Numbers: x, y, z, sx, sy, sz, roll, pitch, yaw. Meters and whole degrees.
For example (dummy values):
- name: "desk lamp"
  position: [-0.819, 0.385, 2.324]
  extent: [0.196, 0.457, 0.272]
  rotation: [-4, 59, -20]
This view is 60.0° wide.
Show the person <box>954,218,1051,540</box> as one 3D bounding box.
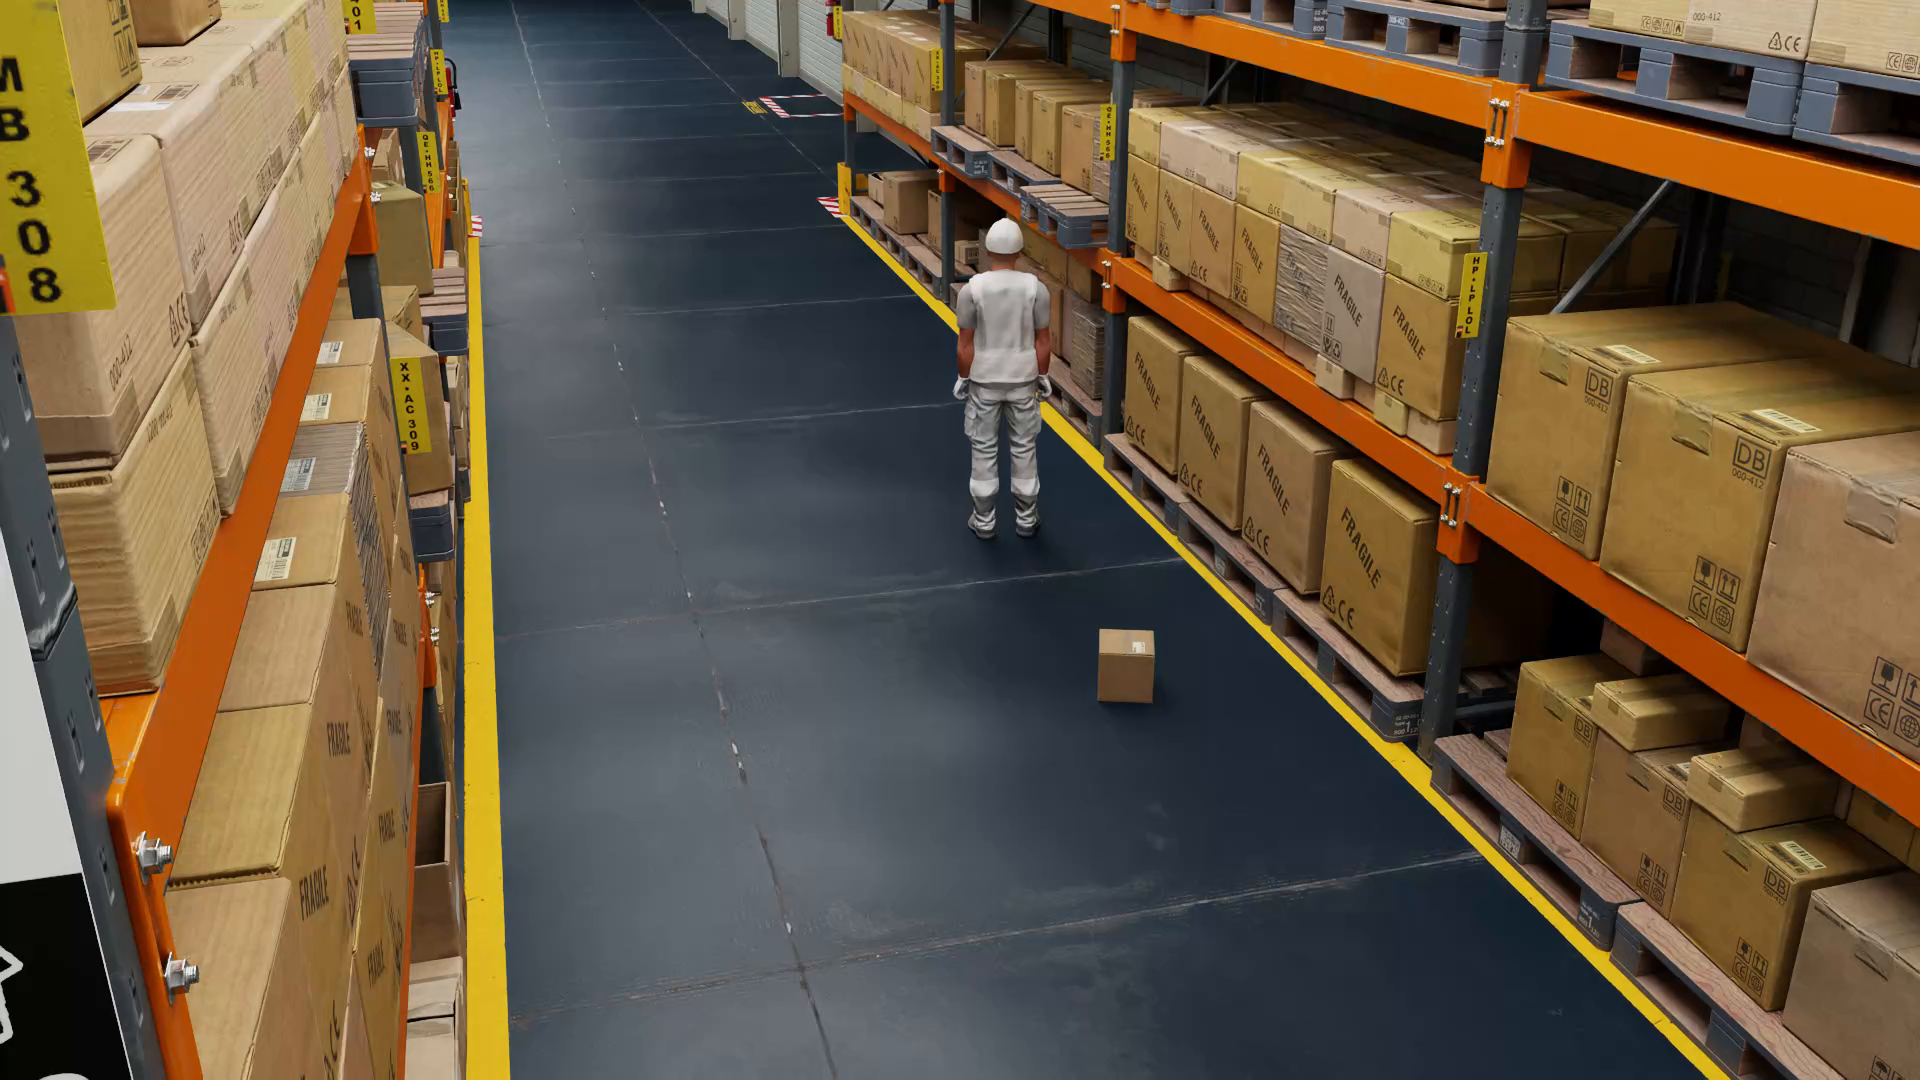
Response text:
- name: "person"
  position: [0.232, -0.879, 9.153]
  extent: [0.538, 1.795, 0.353]
  rotation: [-1, 23, -3]
